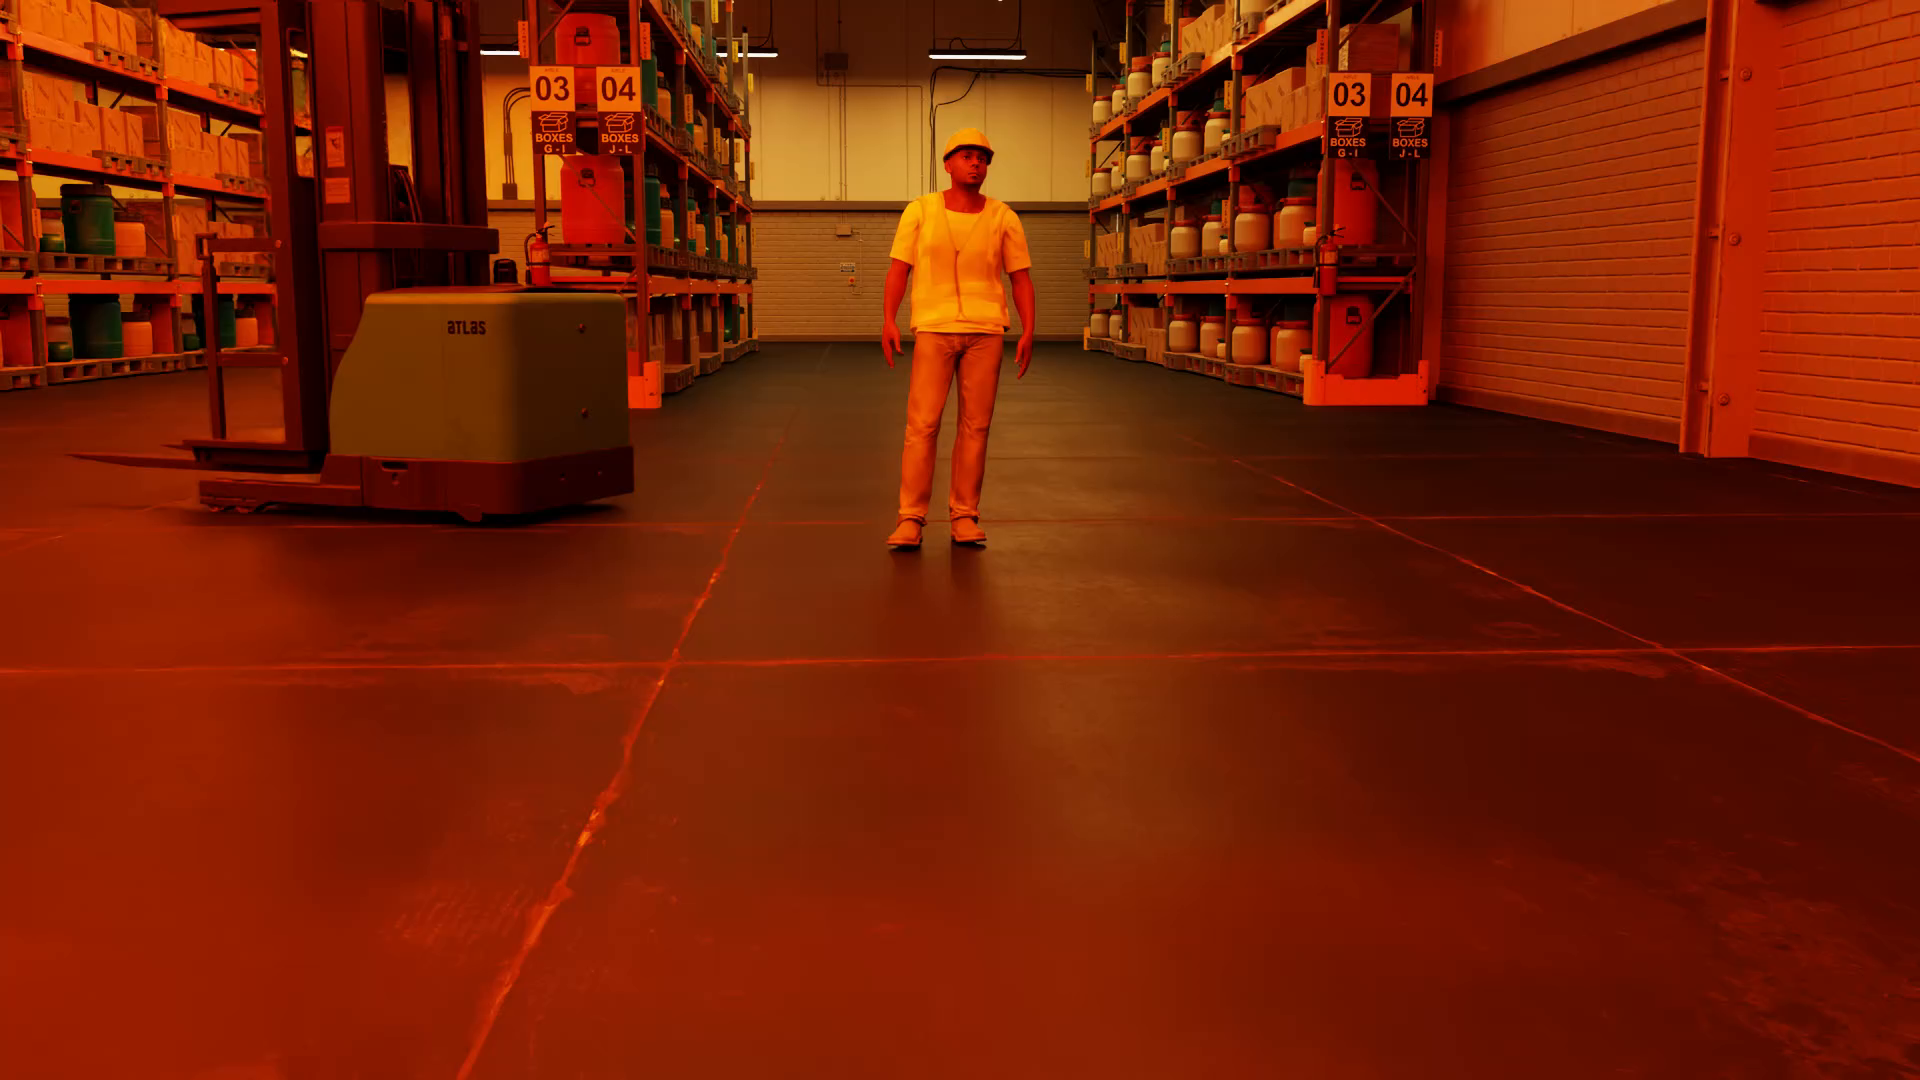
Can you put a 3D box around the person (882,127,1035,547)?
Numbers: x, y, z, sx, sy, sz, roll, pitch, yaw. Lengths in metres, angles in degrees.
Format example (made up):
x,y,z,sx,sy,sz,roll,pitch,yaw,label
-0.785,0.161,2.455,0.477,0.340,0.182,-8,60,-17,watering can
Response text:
x,y,z,sx,sy,sz,roll,pitch,yaw,label
-0.001,-0.870,7.110,0.666,1.768,0.575,-1,8,-4,person

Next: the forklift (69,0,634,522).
x,y,z,sx,sy,sz,roll,pitch,yaw,label
-3.228,-1.646,8.414,3.031,2.935,1.130,3,9,22,forklift
